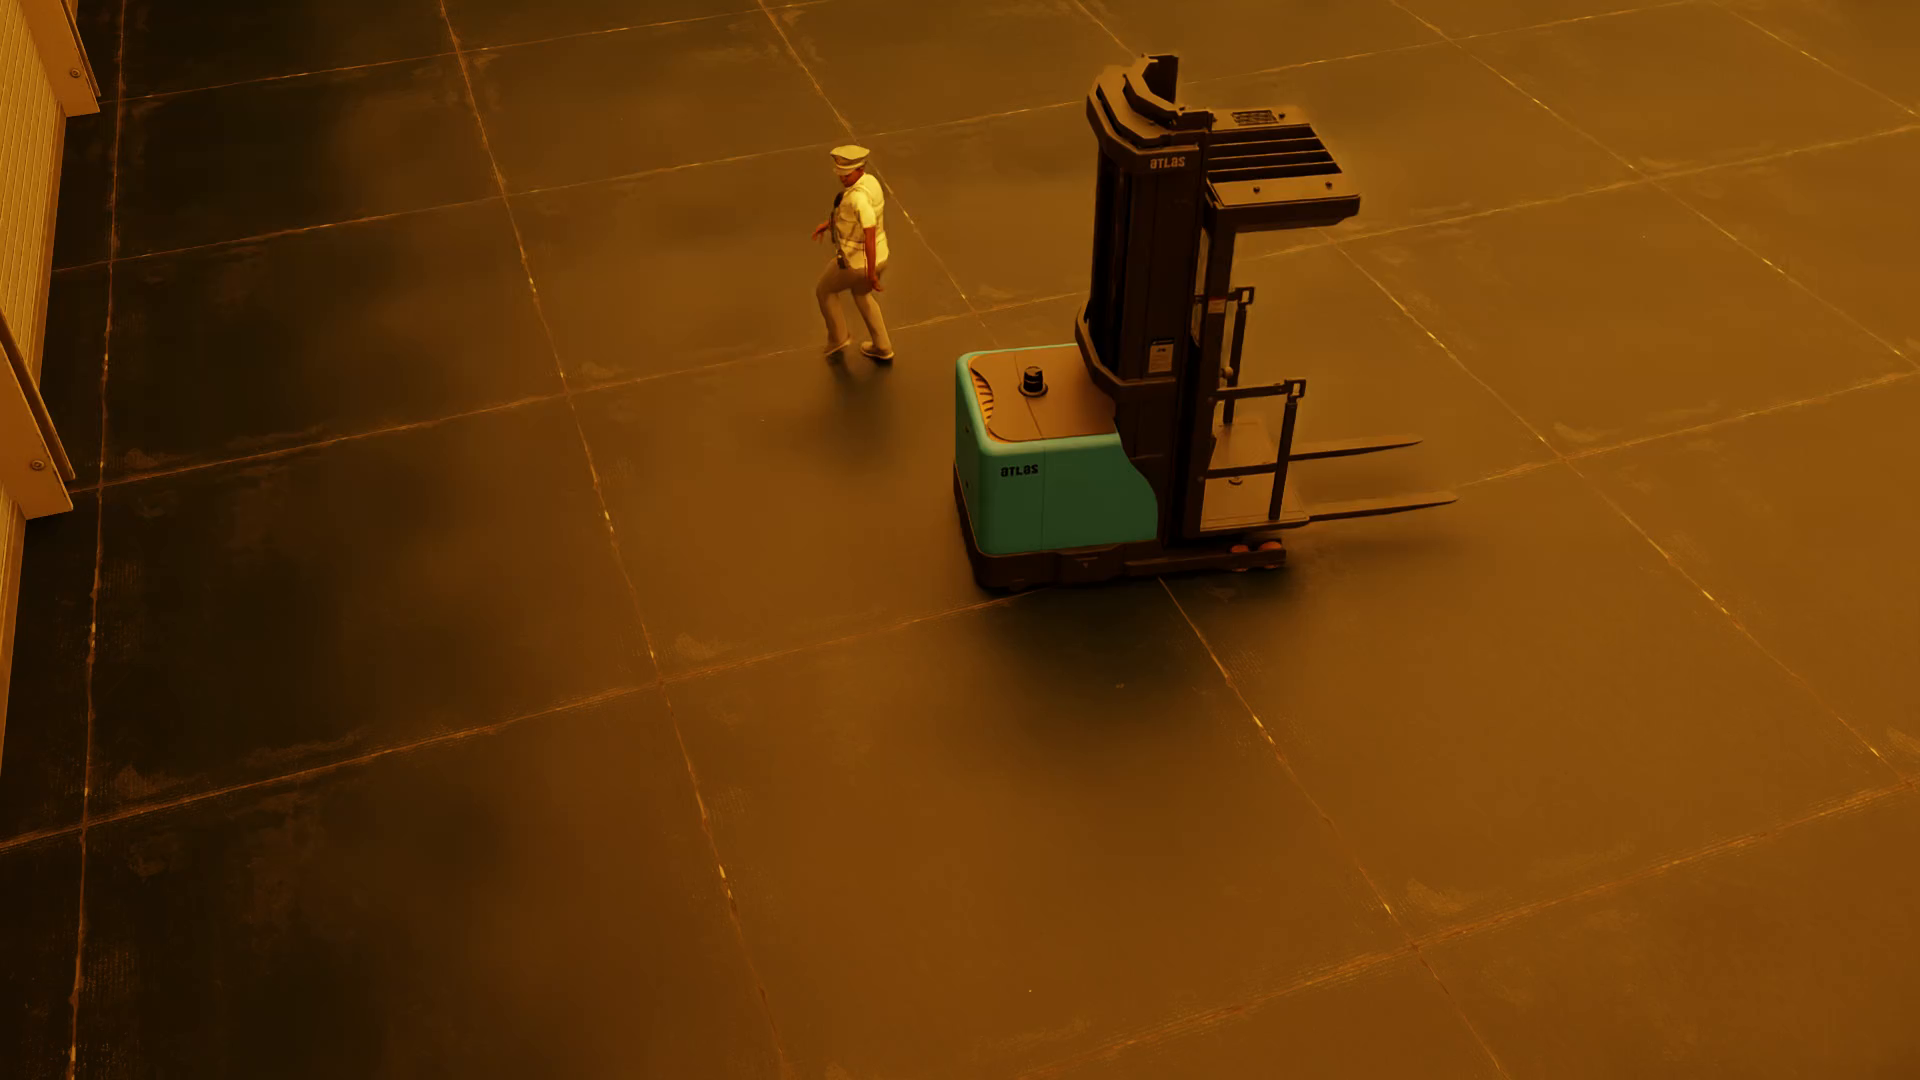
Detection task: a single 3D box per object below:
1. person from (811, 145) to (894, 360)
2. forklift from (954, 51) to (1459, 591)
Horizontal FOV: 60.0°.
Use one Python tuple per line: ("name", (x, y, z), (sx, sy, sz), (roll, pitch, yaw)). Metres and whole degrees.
("person", (-0.686, -1.902, 11.348), (0.744, 1.663, 0.542), (23, 45, 25))
("forklift", (1.523, -1.262, 9.499), (3.031, 2.935, 1.130), (-6, 40, -7))
